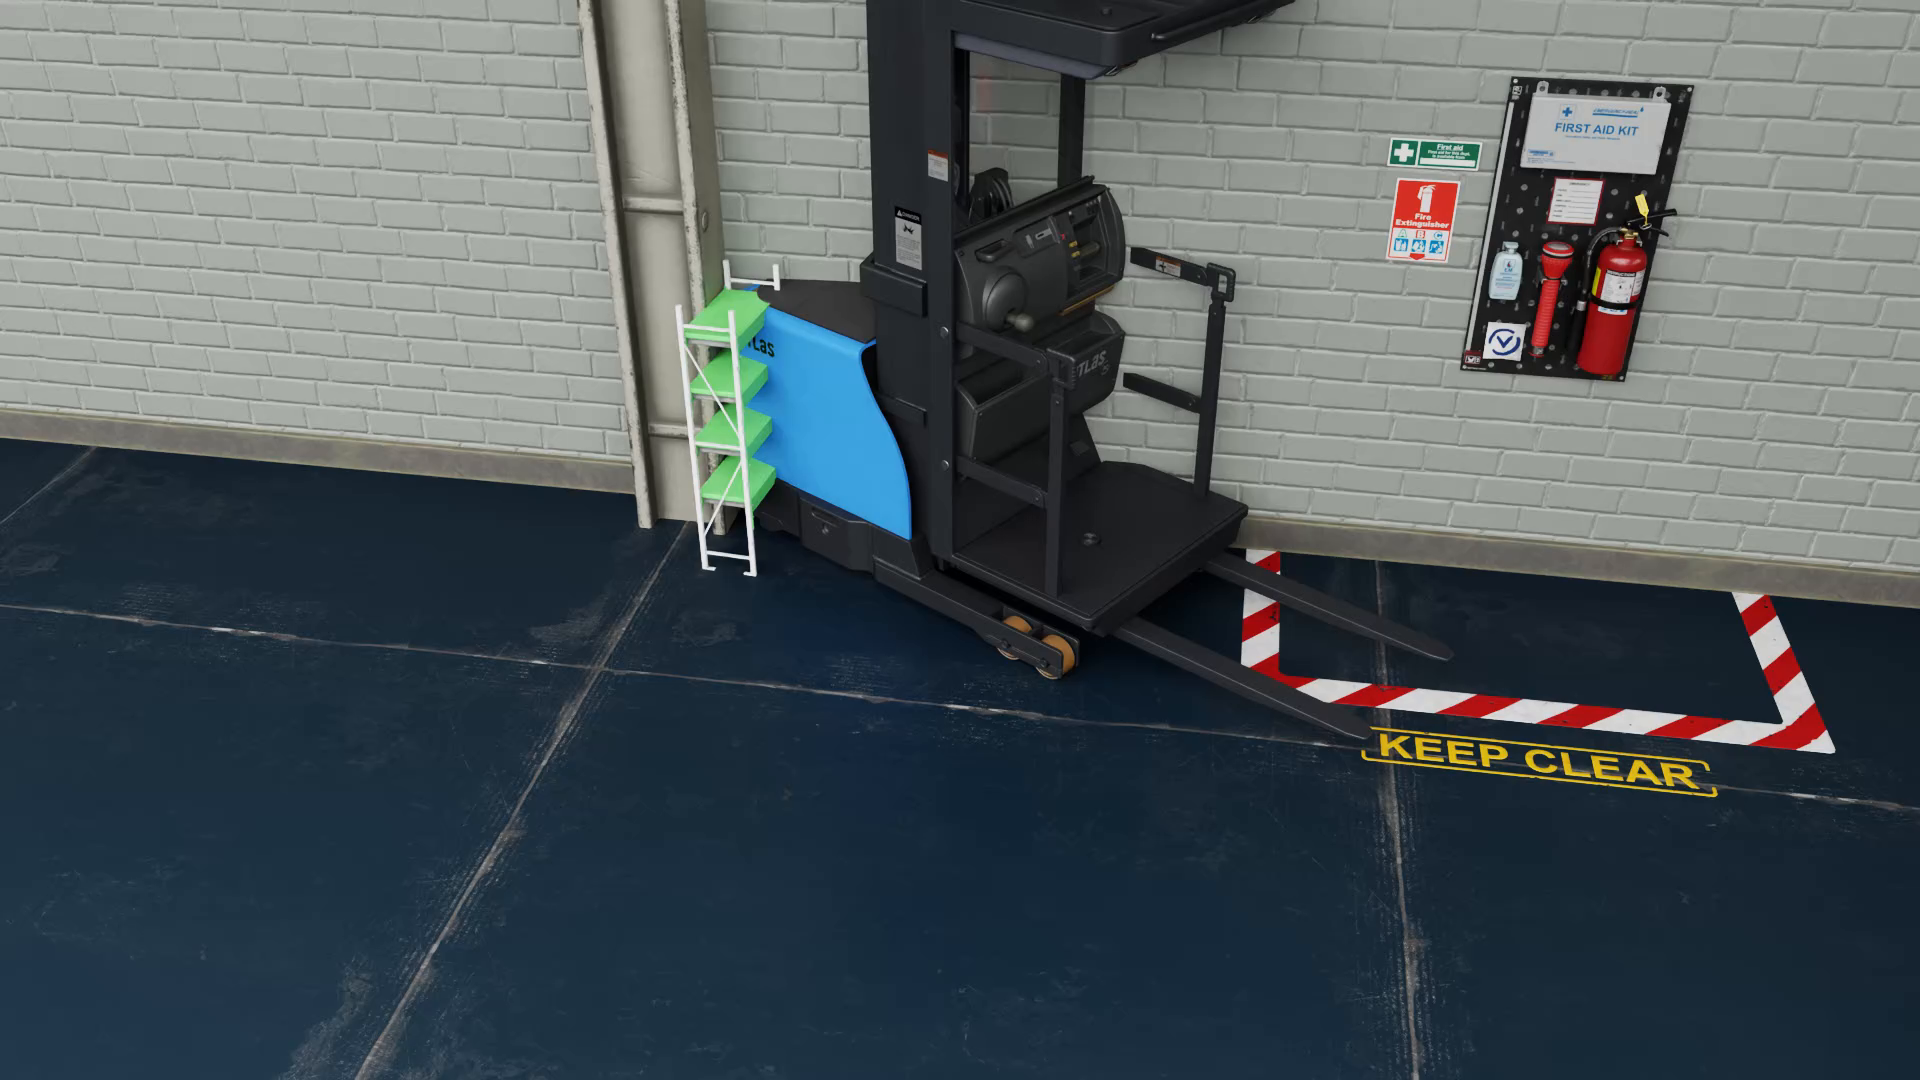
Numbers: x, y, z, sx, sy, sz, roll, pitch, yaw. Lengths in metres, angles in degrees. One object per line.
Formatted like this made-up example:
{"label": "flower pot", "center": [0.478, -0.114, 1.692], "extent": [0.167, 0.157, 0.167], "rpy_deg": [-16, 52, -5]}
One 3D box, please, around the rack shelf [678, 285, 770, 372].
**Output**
{"label": "rack shelf", "center": [-0.919, -0.858, 6.708], "extent": [0.258, 0.148, 0.480], "rpy_deg": [7, 32, 13]}

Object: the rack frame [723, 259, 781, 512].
{"label": "rack frame", "center": [-0.852, -0.622, 7.124], "extent": [0.240, 1.200, 0.015], "rpy_deg": [7, 32, 13]}

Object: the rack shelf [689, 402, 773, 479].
{"label": "rack shelf", "center": [-0.915, -0.446, 6.955], "extent": [0.258, 0.148, 0.480], "rpy_deg": [7, 32, 13]}

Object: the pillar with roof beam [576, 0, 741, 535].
{"label": "pillar with roof beam", "center": [-1.921, -1.683, 1.457], "extent": [0.400, 9.000, 9.100], "rpy_deg": [5, 32, 8]}

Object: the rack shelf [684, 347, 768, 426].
{"label": "rack shelf", "center": [-0.917, -0.652, 6.832], "extent": [0.258, 0.148, 0.480], "rpy_deg": [7, 32, 13]}

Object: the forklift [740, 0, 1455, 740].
{"label": "forklift", "center": [0.473, -1.025, 6.125], "extent": [3.031, 2.935, 1.130], "rpy_deg": [25, 40, 34]}

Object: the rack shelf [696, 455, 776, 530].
{"label": "rack shelf", "center": [-0.913, -0.240, 7.079], "extent": [0.258, 0.148, 0.480], "rpy_deg": [7, 32, 13]}

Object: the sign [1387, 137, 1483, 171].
{"label": "sign", "center": [1.764, -1.434, 6.181], "extent": [0.331, 0.109, 0.001], "rpy_deg": [5, 32, 8]}

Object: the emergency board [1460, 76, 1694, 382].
{"label": "emergency board", "center": [2.288, -1.096, 6.174], "extent": [0.643, 1.169, 0.194], "rpy_deg": [5, 32, 8]}

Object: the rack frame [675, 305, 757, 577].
{"label": "rack frame", "center": [-0.979, -0.379, 6.721], "extent": [0.240, 1.200, 0.015], "rpy_deg": [7, 32, 13]}

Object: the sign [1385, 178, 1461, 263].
{"label": "sign", "center": [1.761, -1.215, 6.330], "extent": [0.234, 0.329, 0.001], "rpy_deg": [5, 32, 8]}

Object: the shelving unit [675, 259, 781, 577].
{"label": "shelving unit", "center": [-0.915, -0.501, 6.922], "extent": [0.258, 1.200, 0.503], "rpy_deg": [7, 32, 13]}

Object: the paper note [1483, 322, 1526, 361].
{"label": "paper note", "center": [2.125, -0.775, 6.491], "extent": [0.142, 0.148, 0.016], "rpy_deg": [5, 32, 8]}
